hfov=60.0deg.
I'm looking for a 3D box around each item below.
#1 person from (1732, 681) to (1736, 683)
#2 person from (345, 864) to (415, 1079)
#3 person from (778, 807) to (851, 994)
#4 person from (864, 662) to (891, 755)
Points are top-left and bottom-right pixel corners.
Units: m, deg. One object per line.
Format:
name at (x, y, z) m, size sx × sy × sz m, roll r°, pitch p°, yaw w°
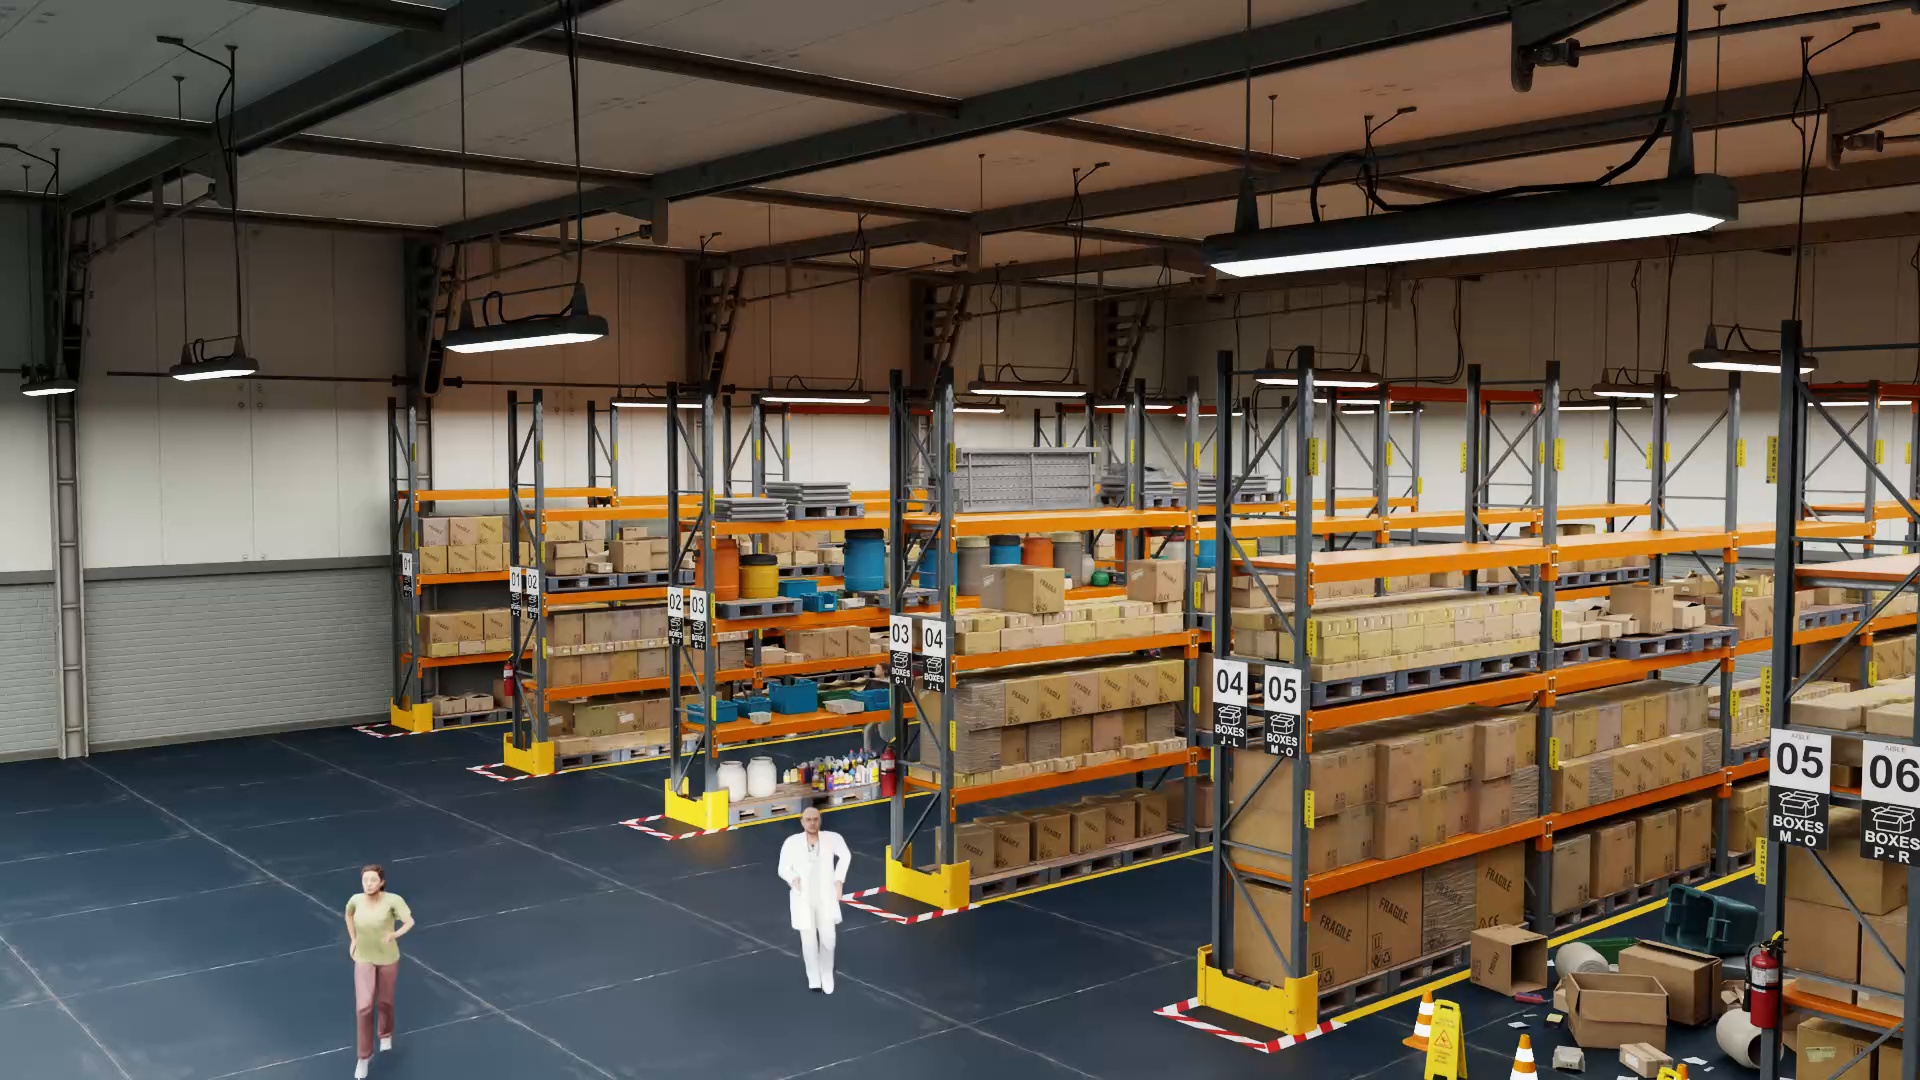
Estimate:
person at (11.543, 2.906, 24.831) m, size 0.821 × 1.629 × 0.533 m, roll -3°, pitch 4°, yaw -38°
person at (-4.819, 3.520, 13.821) m, size 0.569 × 1.718 × 0.748 m, roll -1°, pitch 3°, yaw -13°
person at (-1.354, 3.476, 15.533) m, size 0.682 × 1.575 × 0.726 m, roll 0°, pitch 3°, yaw -5°
person at (-1.279, 2.769, 26.649) m, size 0.918 × 1.645 × 0.575 m, roll -3°, pitch 5°, yaw -43°
